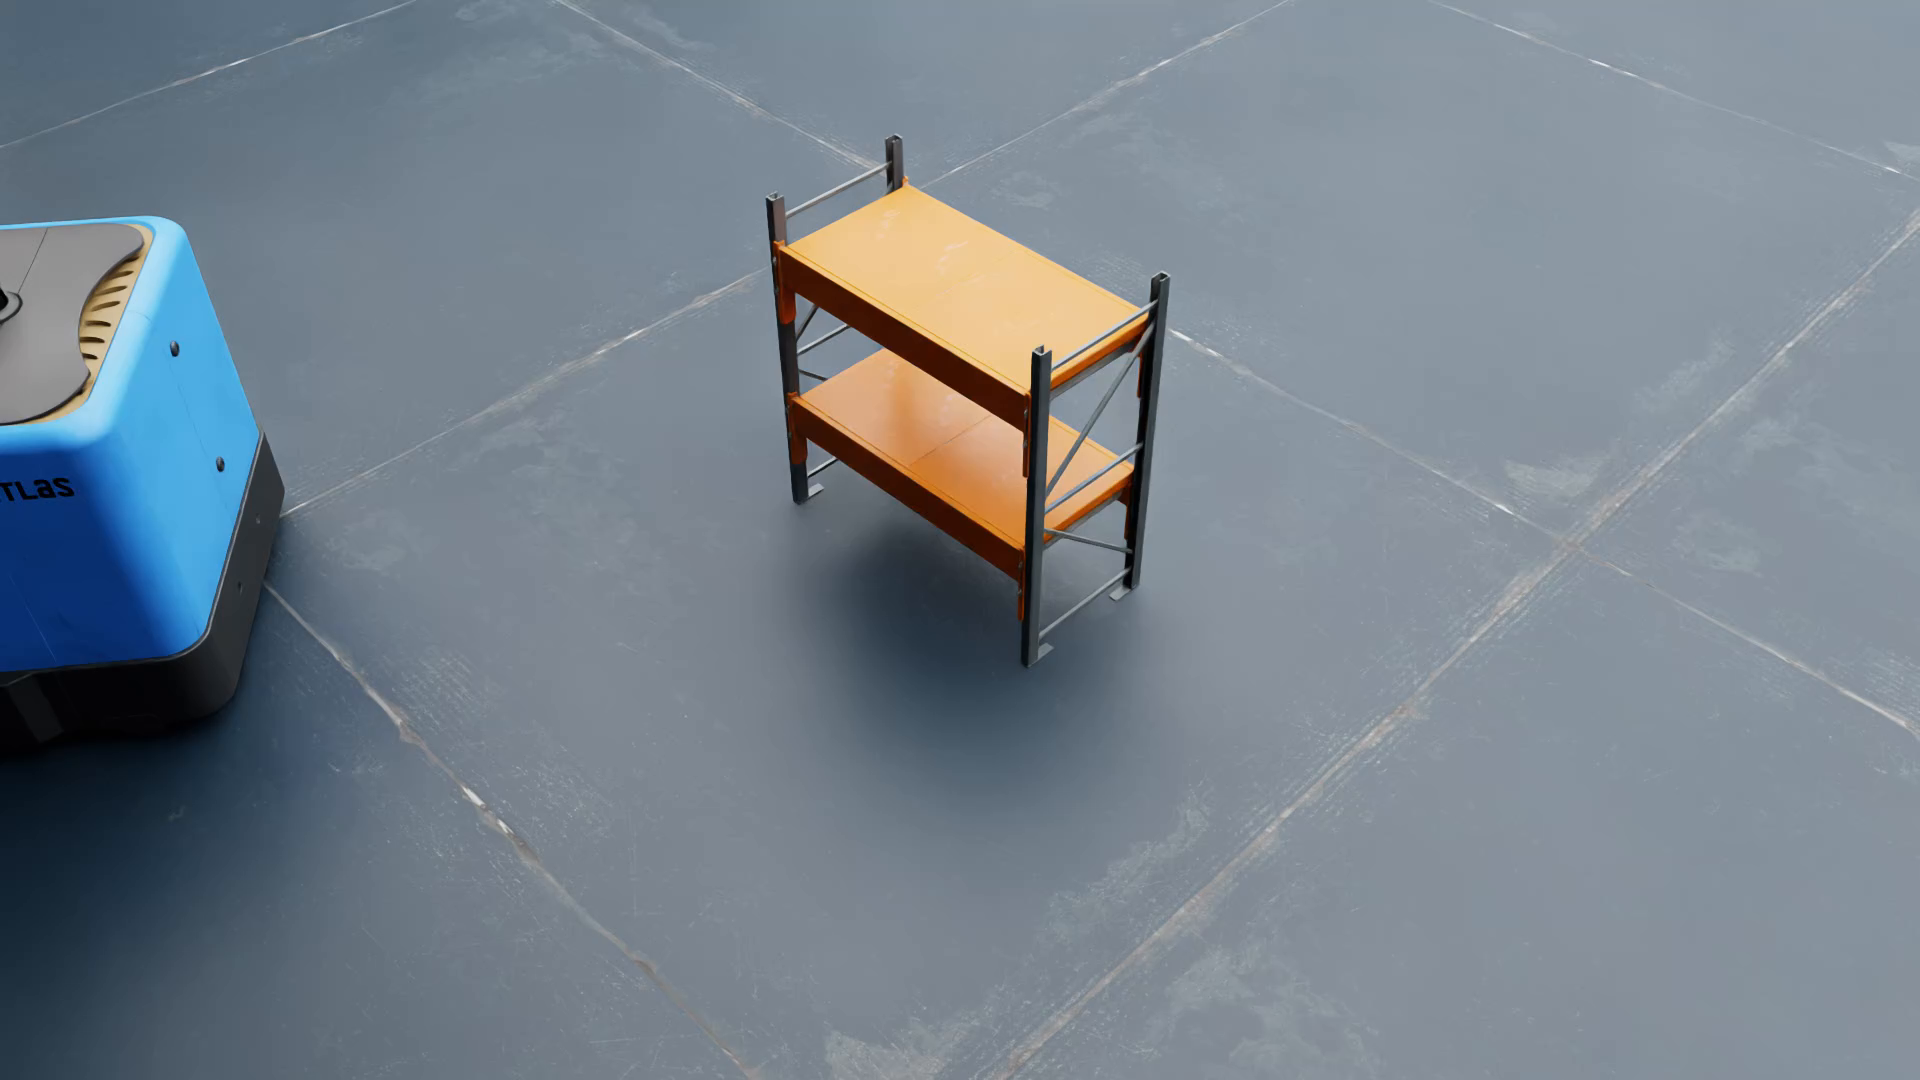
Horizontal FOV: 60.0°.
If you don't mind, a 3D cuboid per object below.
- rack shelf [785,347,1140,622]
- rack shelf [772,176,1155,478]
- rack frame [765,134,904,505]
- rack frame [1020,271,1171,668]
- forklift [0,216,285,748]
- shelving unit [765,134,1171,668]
[{"bbox_3d":[0.005,-0.230,5.031,0.538,0.278,1.000,-34,53,-31],"label":"rack shelf"},{"bbox_3d":[0.005,-0.625,4.666,0.538,0.278,1.000,-34,53,-31],"label":"rack shelf"},{"bbox_3d":[-0.354,-0.654,5.129,0.500,1.125,0.032,-34,53,-31],"label":"rack frame"},{"bbox_3d":[0.364,-0.166,4.600,0.500,1.125,0.032,-34,53,-31],"label":"rack frame"},{"bbox_3d":[-3.599,-0.752,3.904,3.031,2.935,1.130,-5,43,-6],"label":"forklift"},{"bbox_3d":[0.005,-0.410,4.865,0.538,1.125,1.048,-34,53,-31],"label":"shelving unit"}]
